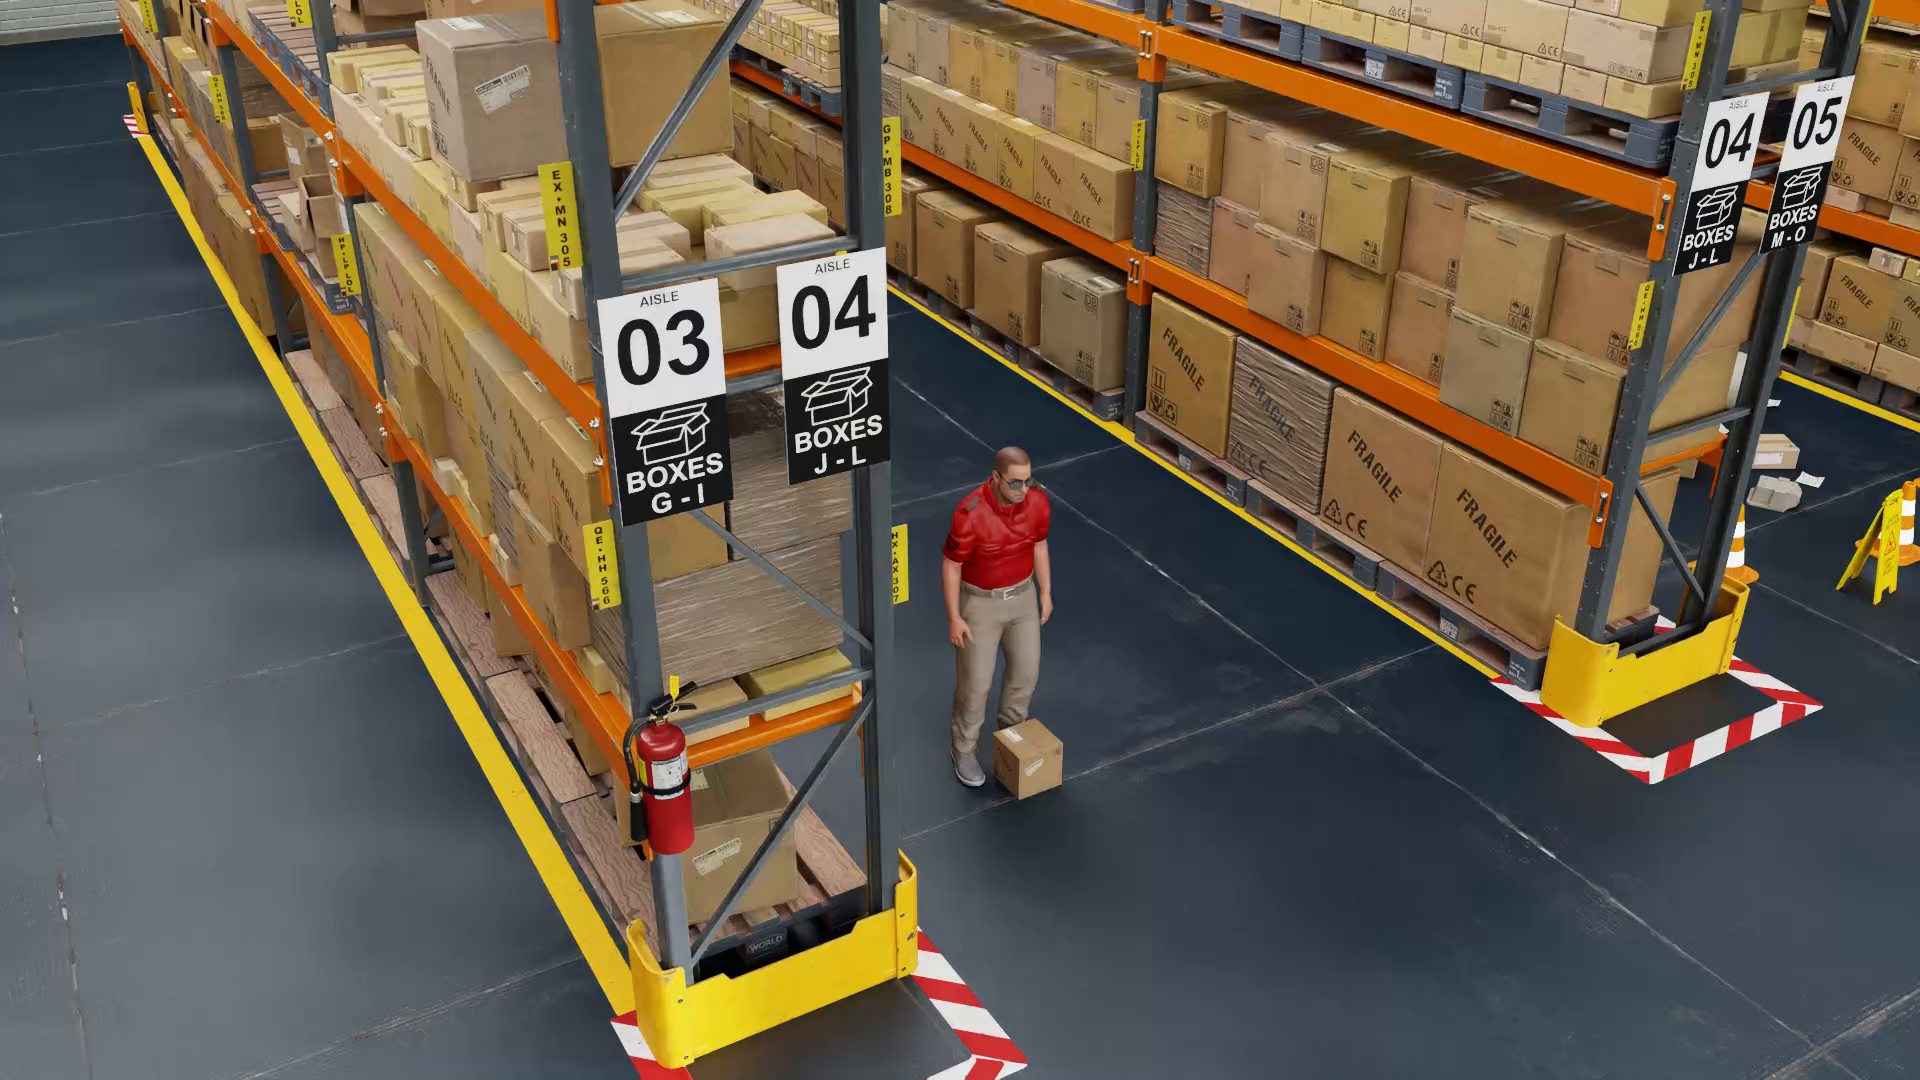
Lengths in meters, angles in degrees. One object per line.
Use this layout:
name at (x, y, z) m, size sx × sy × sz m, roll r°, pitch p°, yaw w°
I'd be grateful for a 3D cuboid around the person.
person at (0.191, 0.323, 7.992) m, size 0.585 × 1.726 × 0.396 m, roll -16°, pitch 33°, yaw -26°
